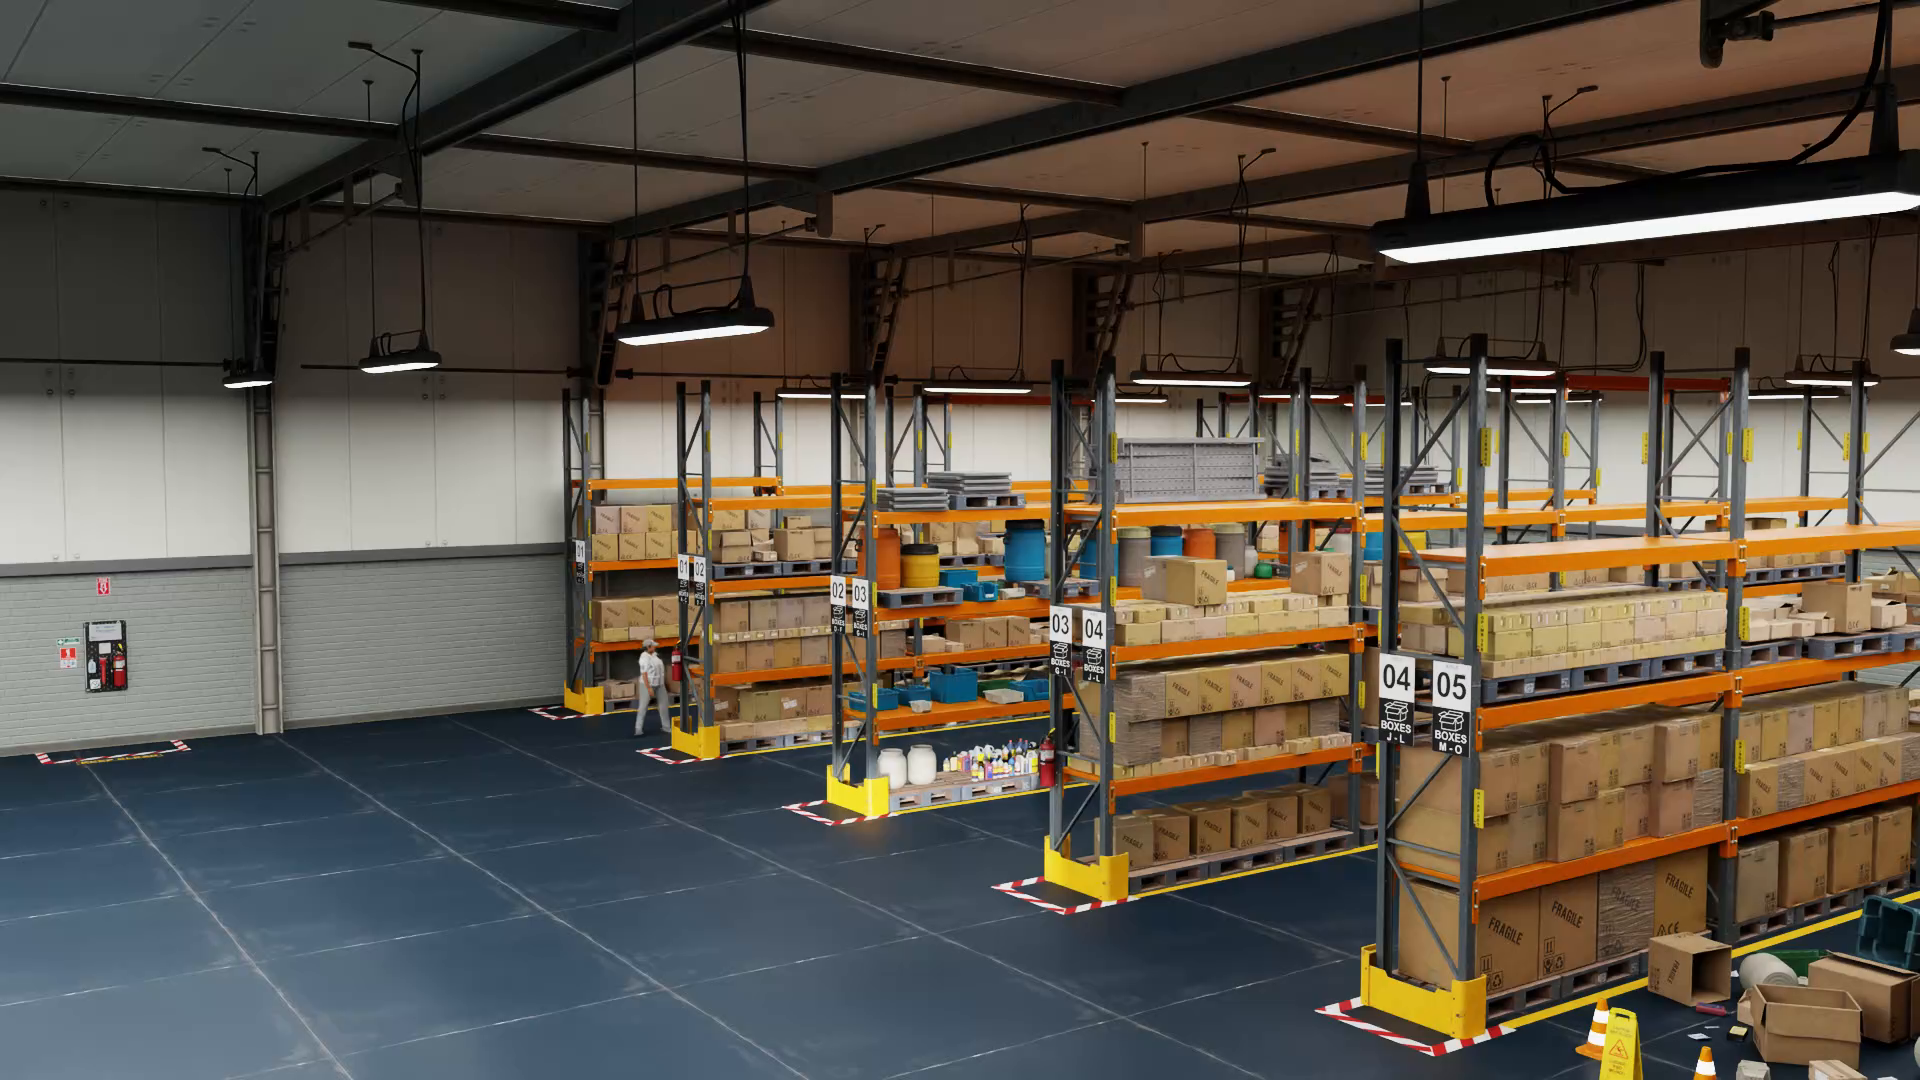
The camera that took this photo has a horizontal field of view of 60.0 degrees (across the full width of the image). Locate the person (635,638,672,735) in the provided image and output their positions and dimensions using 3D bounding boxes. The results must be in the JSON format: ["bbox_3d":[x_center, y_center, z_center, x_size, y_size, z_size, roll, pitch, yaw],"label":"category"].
[{"bbox_3d":[-5.254,2.520,28.575,0.528,1.688,0.673,3,5,36],"label":"person"}]

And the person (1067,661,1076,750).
[{"bbox_3d":[1.672,2.648,27.103,0.512,1.598,0.465,1,4,19],"label":"person"}]

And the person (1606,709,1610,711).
[{"bbox_3d":[8.578,2.936,21.771,0.995,1.637,0.421,-3,5,-37],"label":"person"}]
